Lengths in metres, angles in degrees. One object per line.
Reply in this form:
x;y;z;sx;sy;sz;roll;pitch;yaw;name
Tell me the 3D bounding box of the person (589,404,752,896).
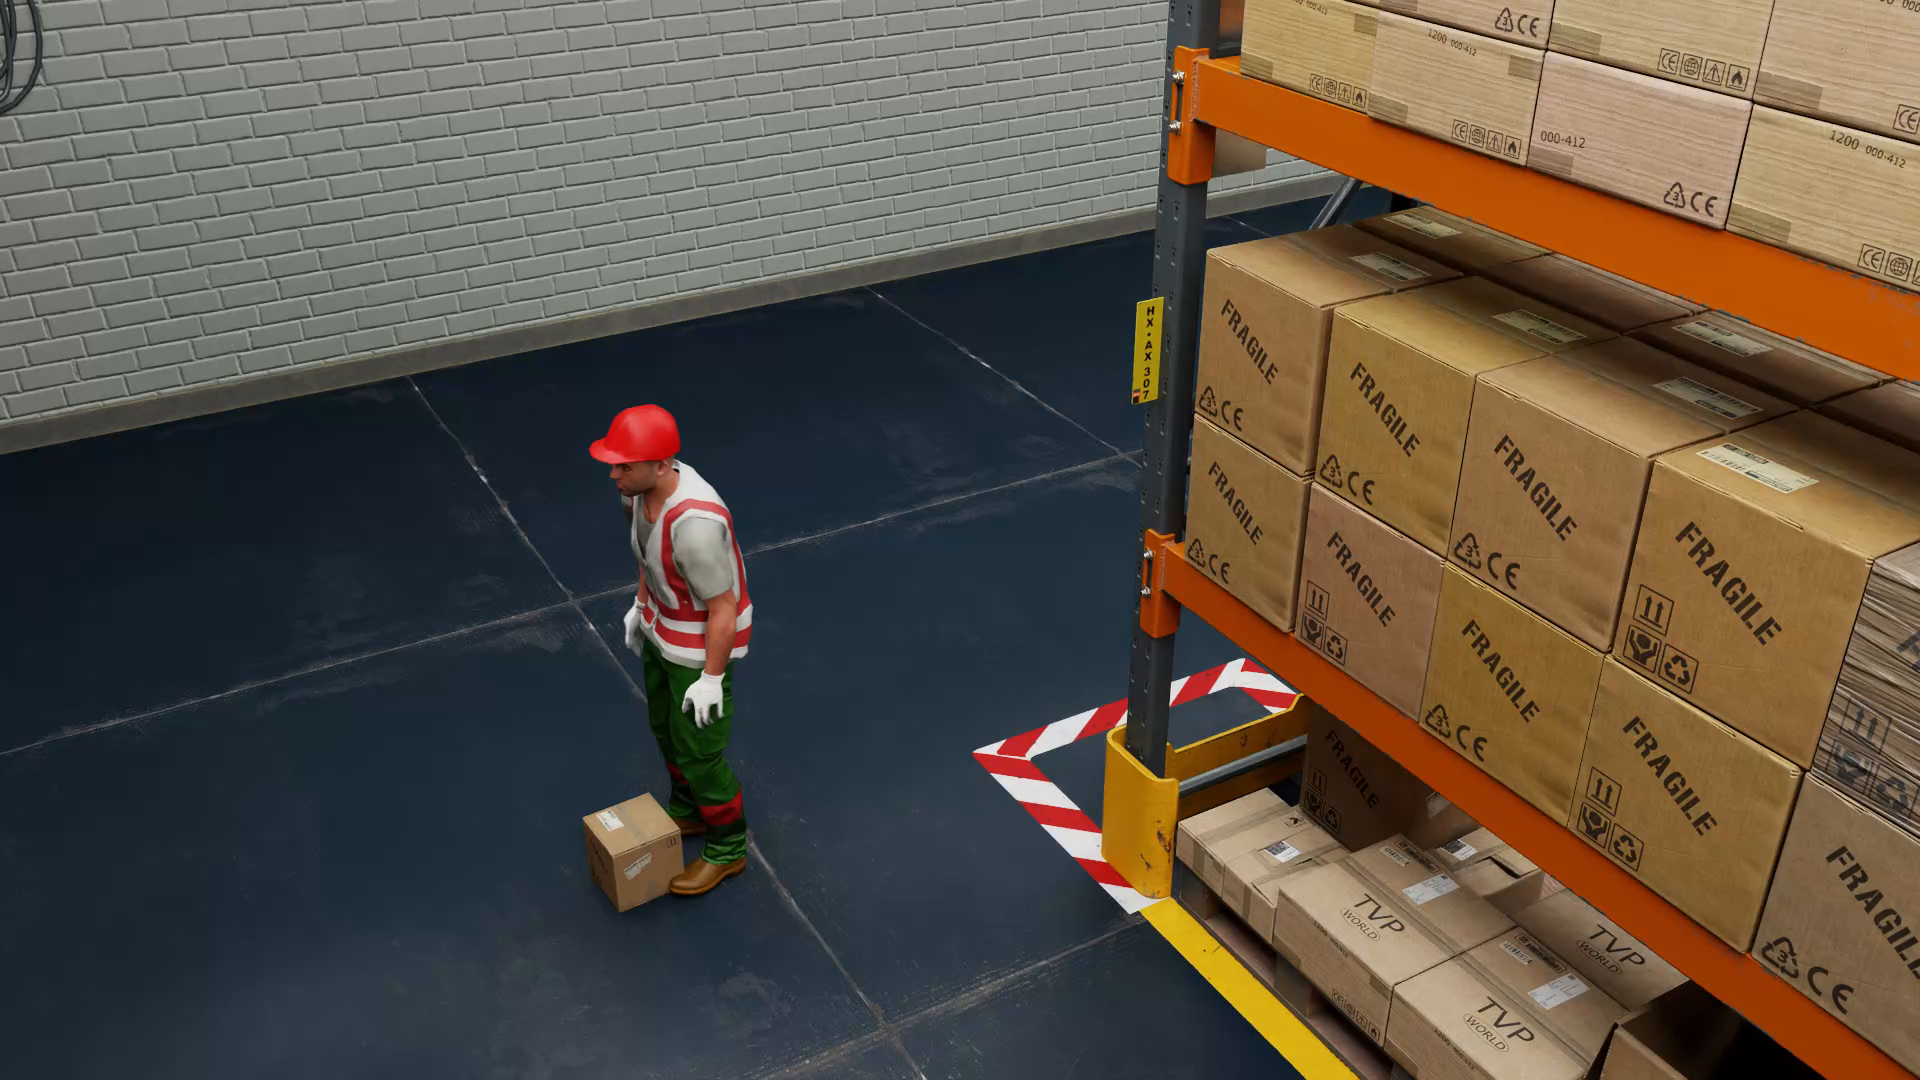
-0.923;0.356;5.460;0.452;1.779;0.622;-17;33;-28;person
